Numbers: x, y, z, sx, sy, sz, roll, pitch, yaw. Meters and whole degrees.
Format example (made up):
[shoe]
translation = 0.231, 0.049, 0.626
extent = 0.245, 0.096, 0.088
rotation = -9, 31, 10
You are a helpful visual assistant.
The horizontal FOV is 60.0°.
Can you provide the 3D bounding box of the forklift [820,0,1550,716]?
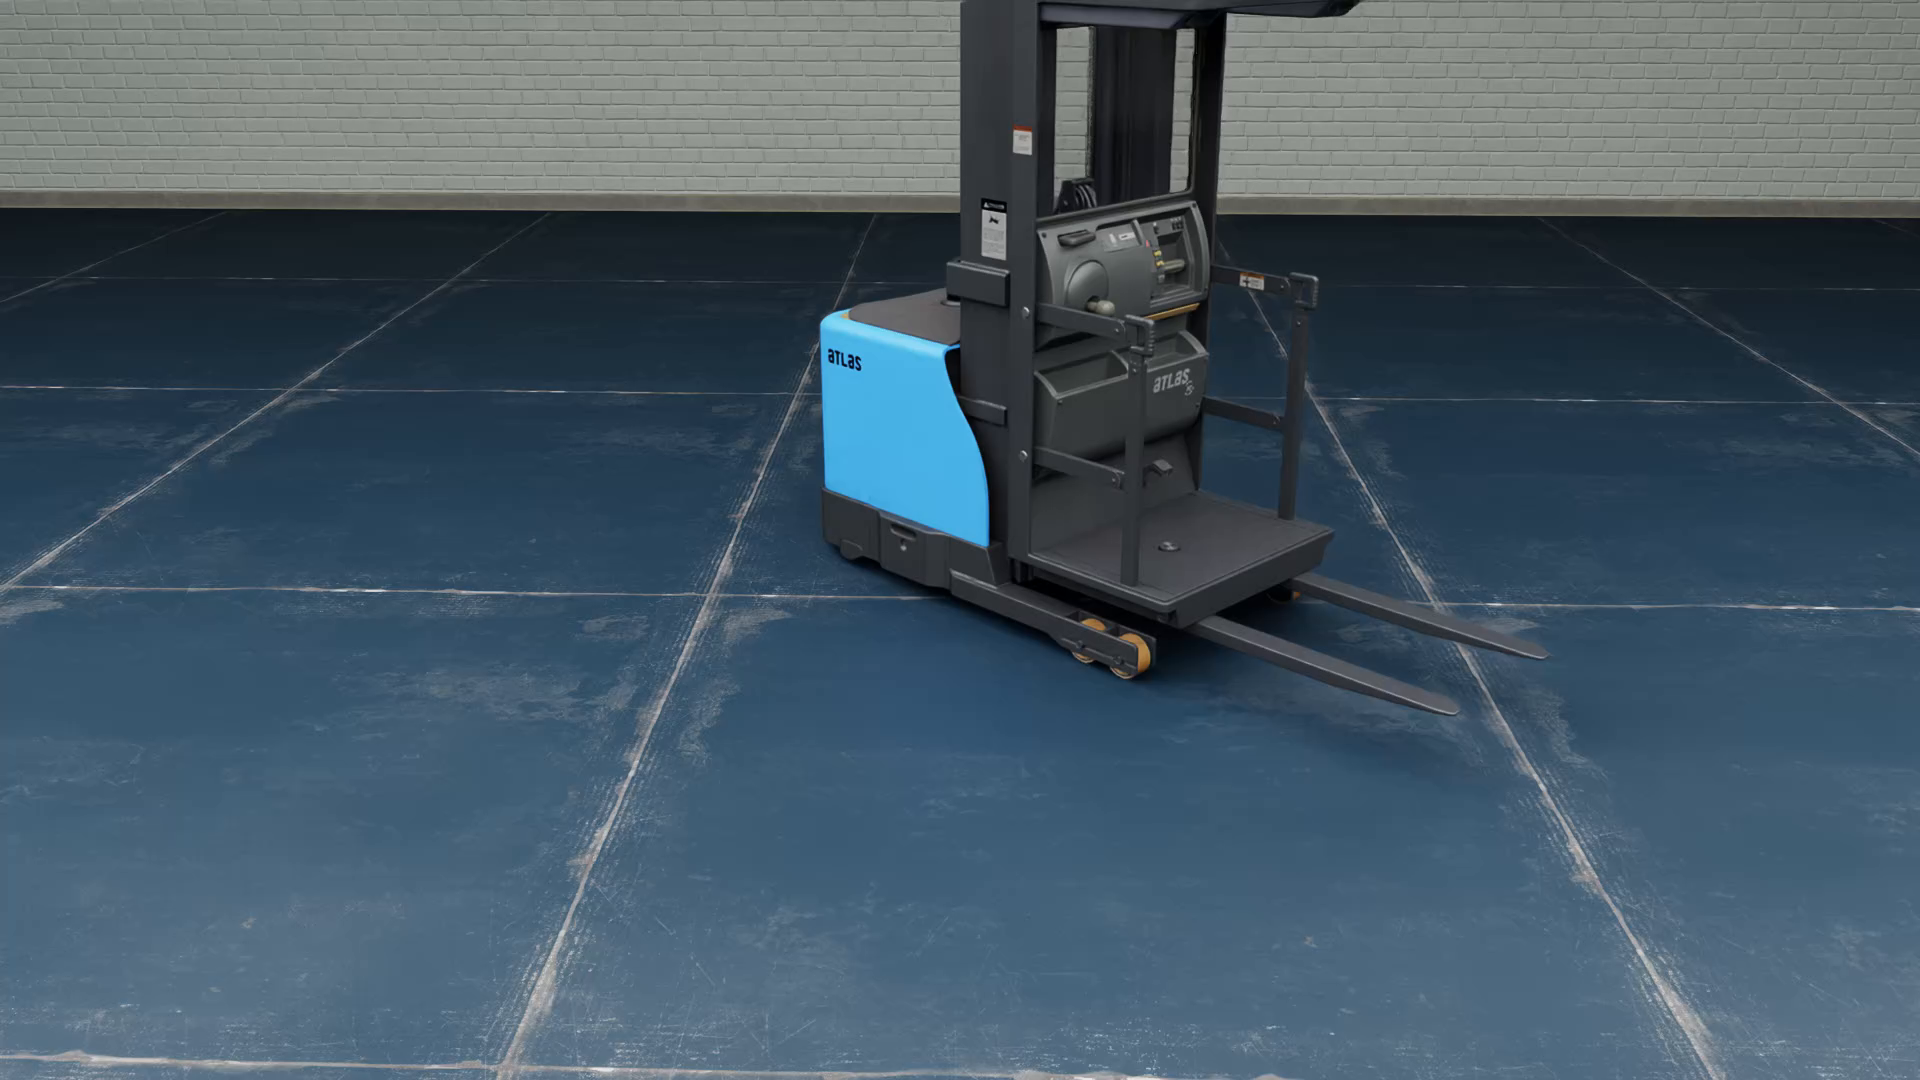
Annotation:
[forklift]
translation = 0.786, -1.060, 6.209
extent = 1.130, 2.935, 3.031
rotation = -20, 29, -41
